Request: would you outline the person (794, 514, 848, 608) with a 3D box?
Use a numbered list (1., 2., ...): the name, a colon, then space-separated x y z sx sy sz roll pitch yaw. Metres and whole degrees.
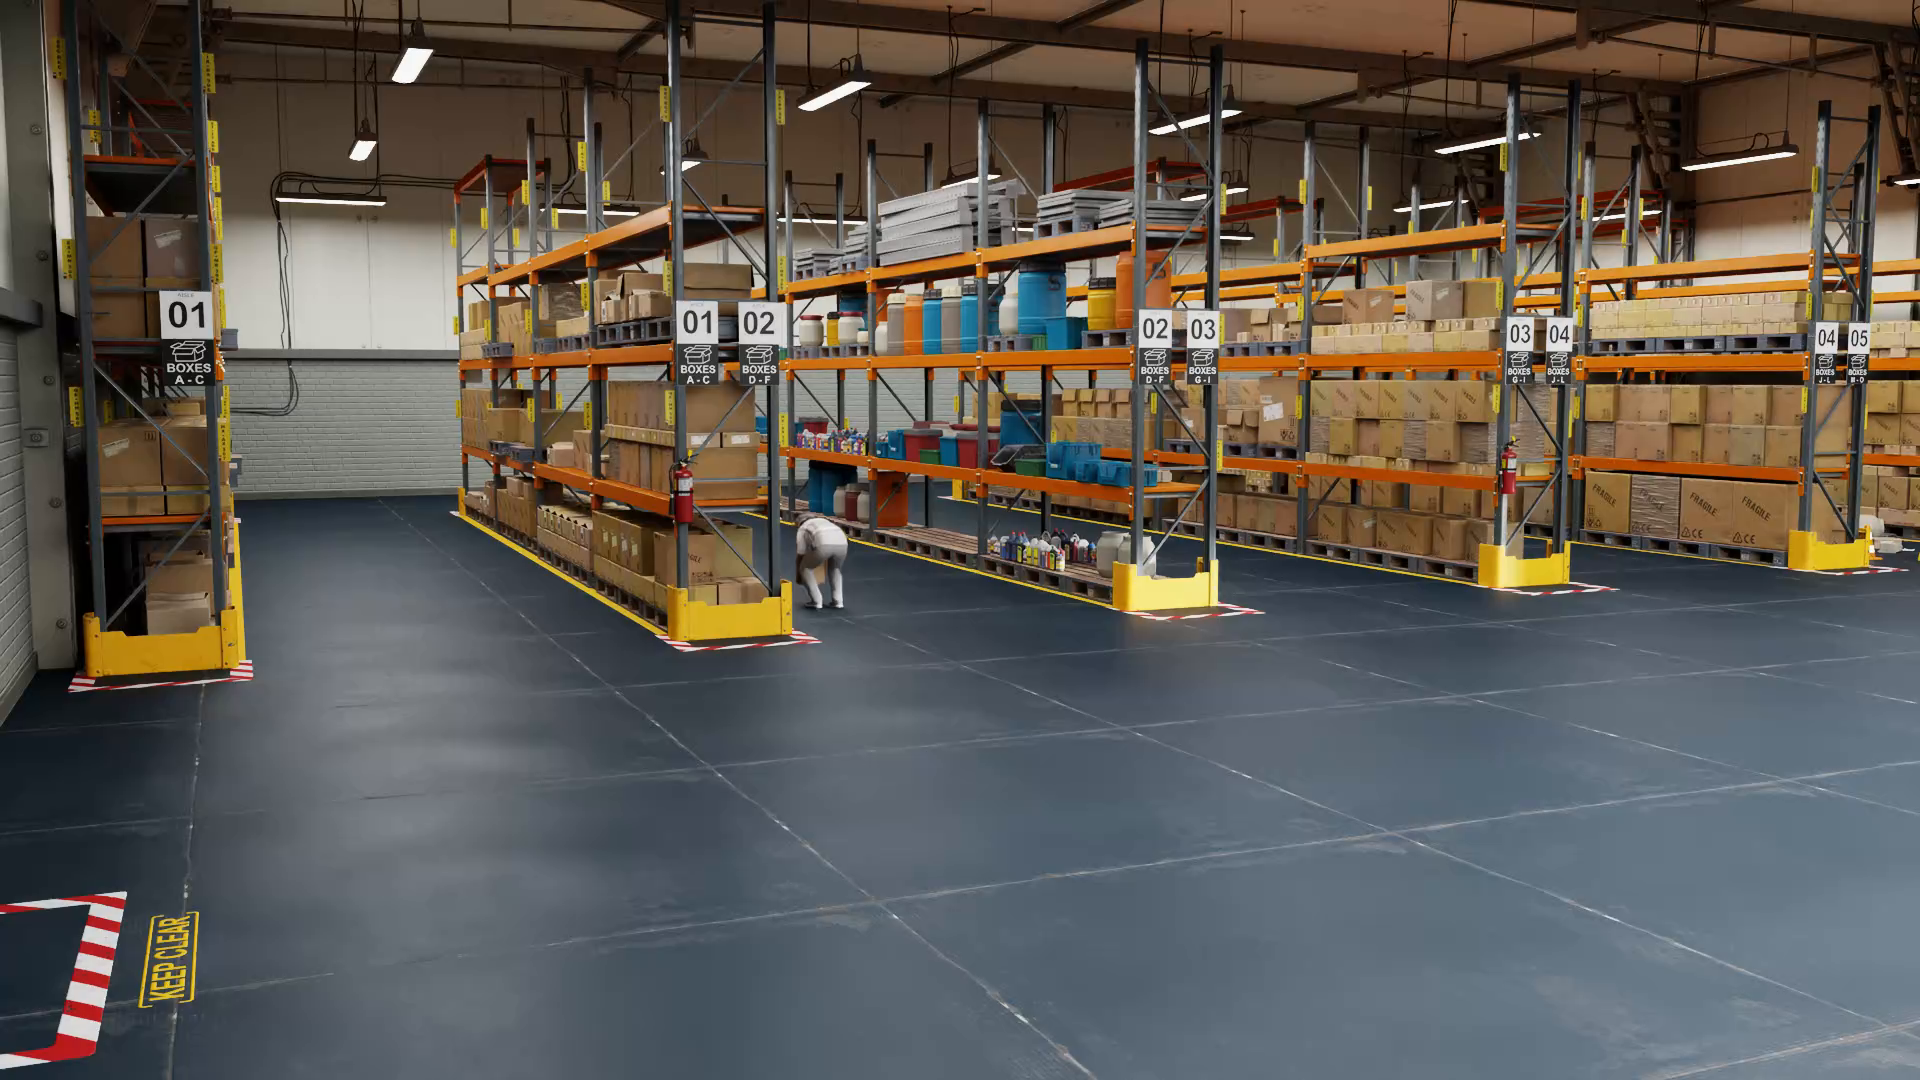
1. person: -1.537 0.245 18.143 0.455 0.962 0.930 -3 6 -26
